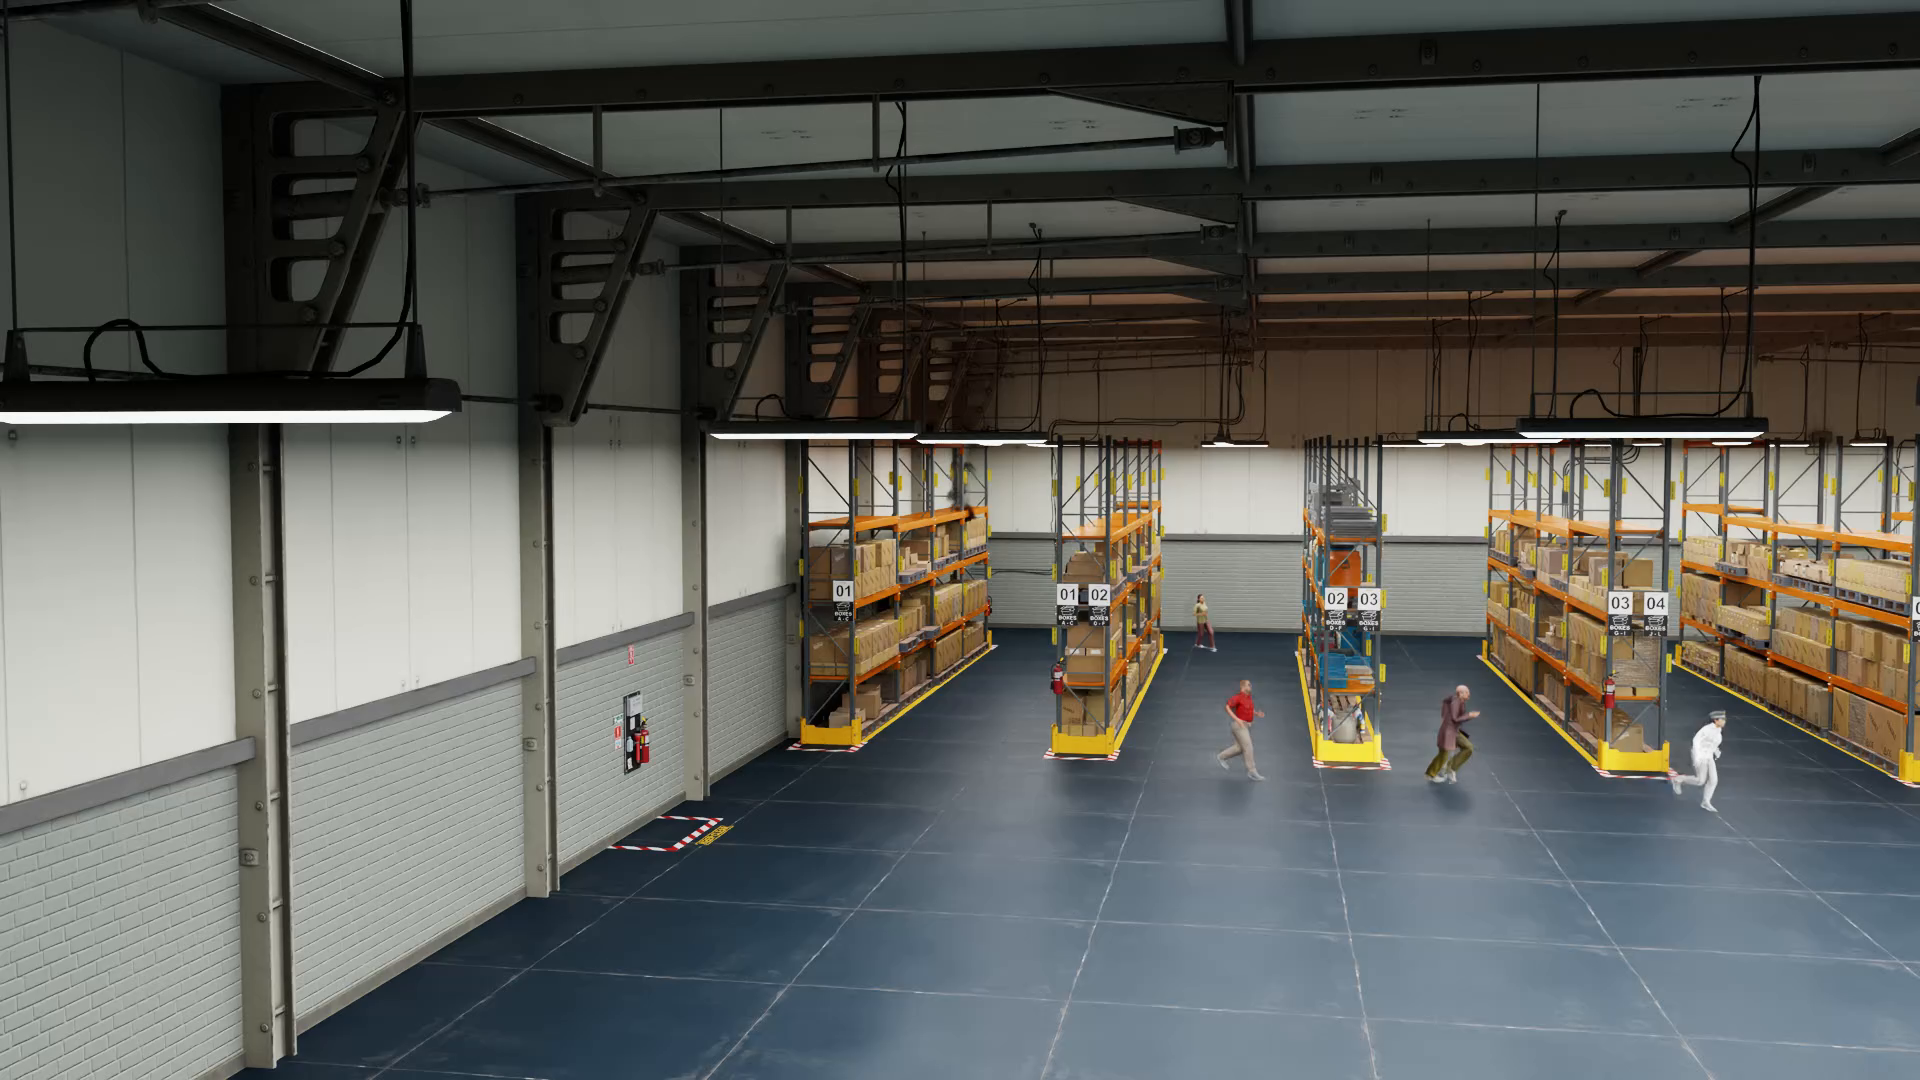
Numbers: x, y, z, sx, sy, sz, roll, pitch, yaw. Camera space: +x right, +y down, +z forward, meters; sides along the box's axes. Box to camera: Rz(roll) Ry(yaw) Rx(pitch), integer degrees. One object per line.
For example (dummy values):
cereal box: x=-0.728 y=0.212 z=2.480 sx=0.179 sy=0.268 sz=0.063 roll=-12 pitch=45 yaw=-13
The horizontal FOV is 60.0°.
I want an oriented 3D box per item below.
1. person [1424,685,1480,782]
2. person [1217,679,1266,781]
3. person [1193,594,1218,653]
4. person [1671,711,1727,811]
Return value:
person: x=8.391 y=3.311 z=28.353 sx=0.954 sy=1.704 sz=0.690 roll=2 pitch=4 yaw=33
person: x=4.885 y=3.297 z=29.037 sx=0.974 sy=1.729 sz=0.671 roll=2 pitch=4 yaw=32
person: x=6.854 y=2.357 z=47.278 sx=0.645 sy=1.676 sz=0.850 roll=-2 pitch=4 yaw=-29
person: x=11.844 y=3.504 z=26.629 sx=0.819 sy=1.629 sz=0.618 roll=3 pitch=4 yaw=43
